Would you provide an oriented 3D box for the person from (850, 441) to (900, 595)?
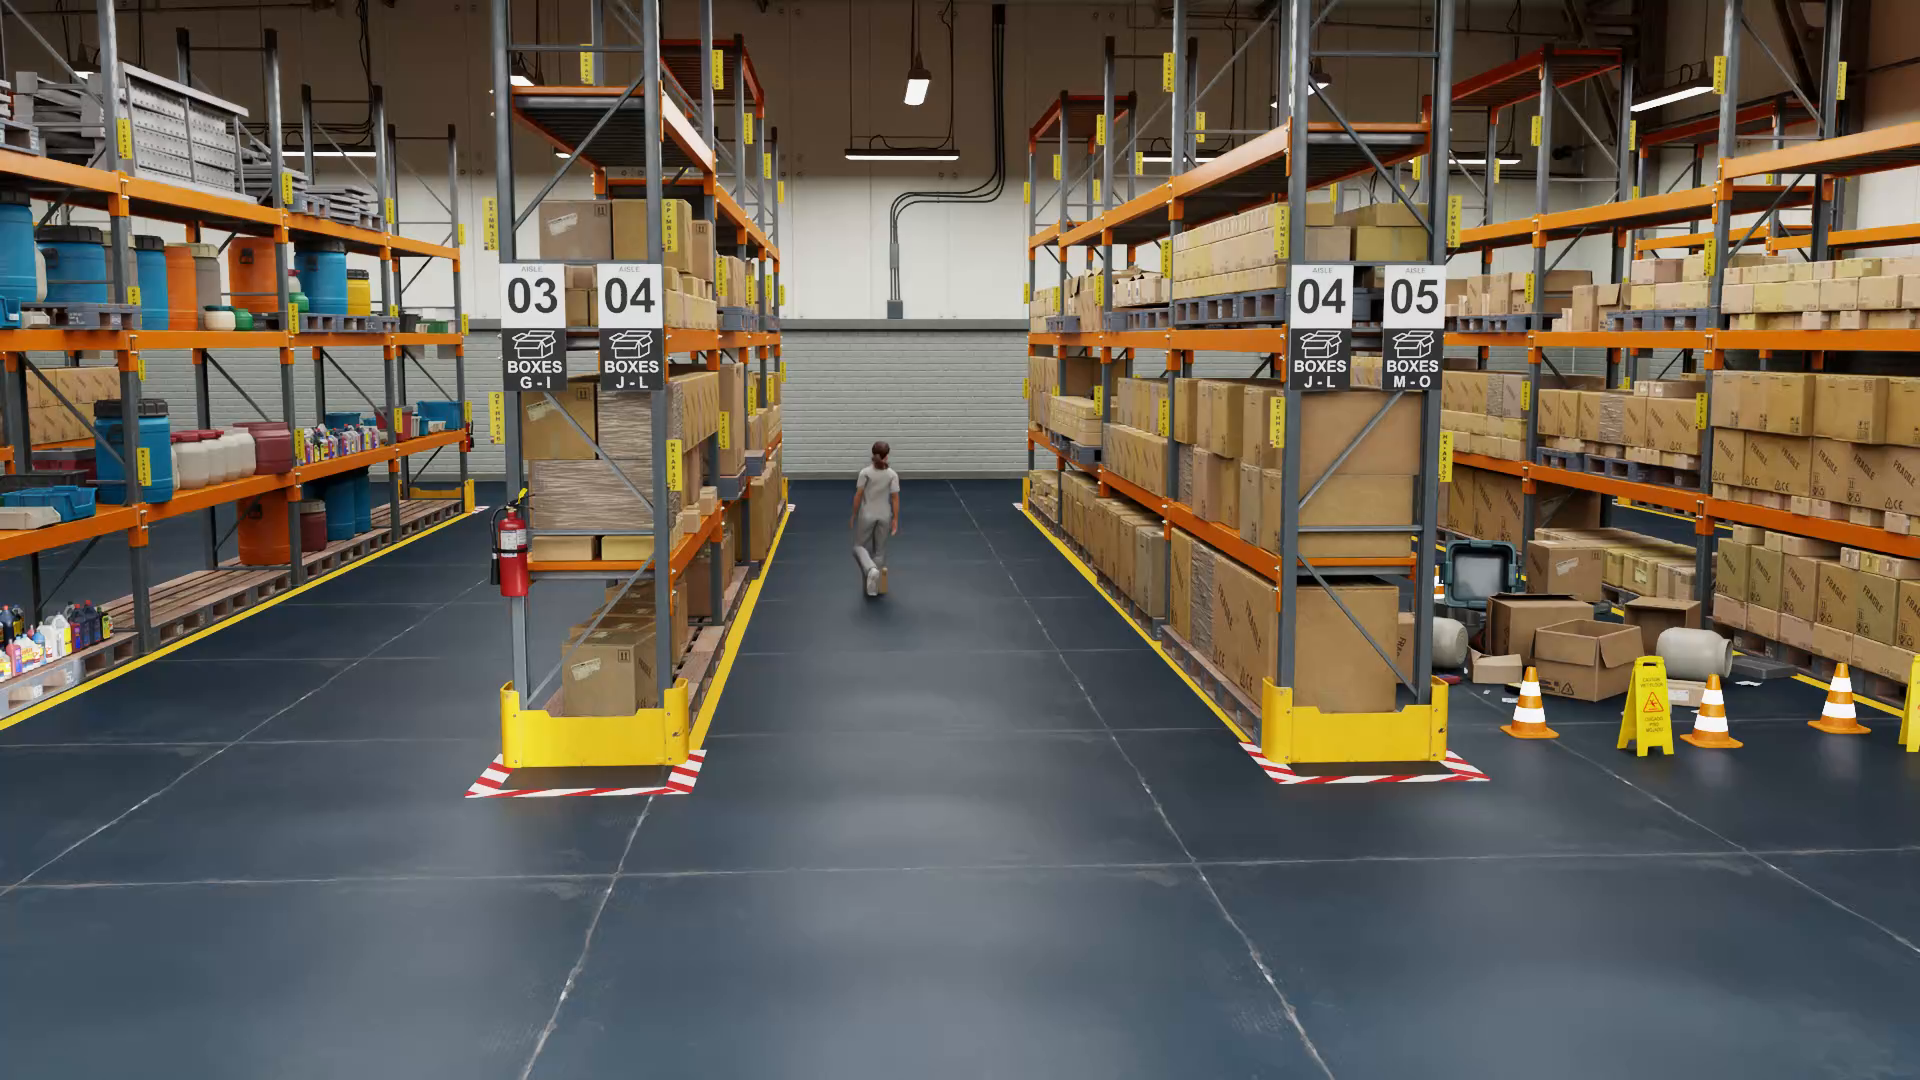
[{"bbox_3d":[-0.907,-0.221,17.547,0.506,1.657,0.692,-2,7,-13],"label":"person"}]
